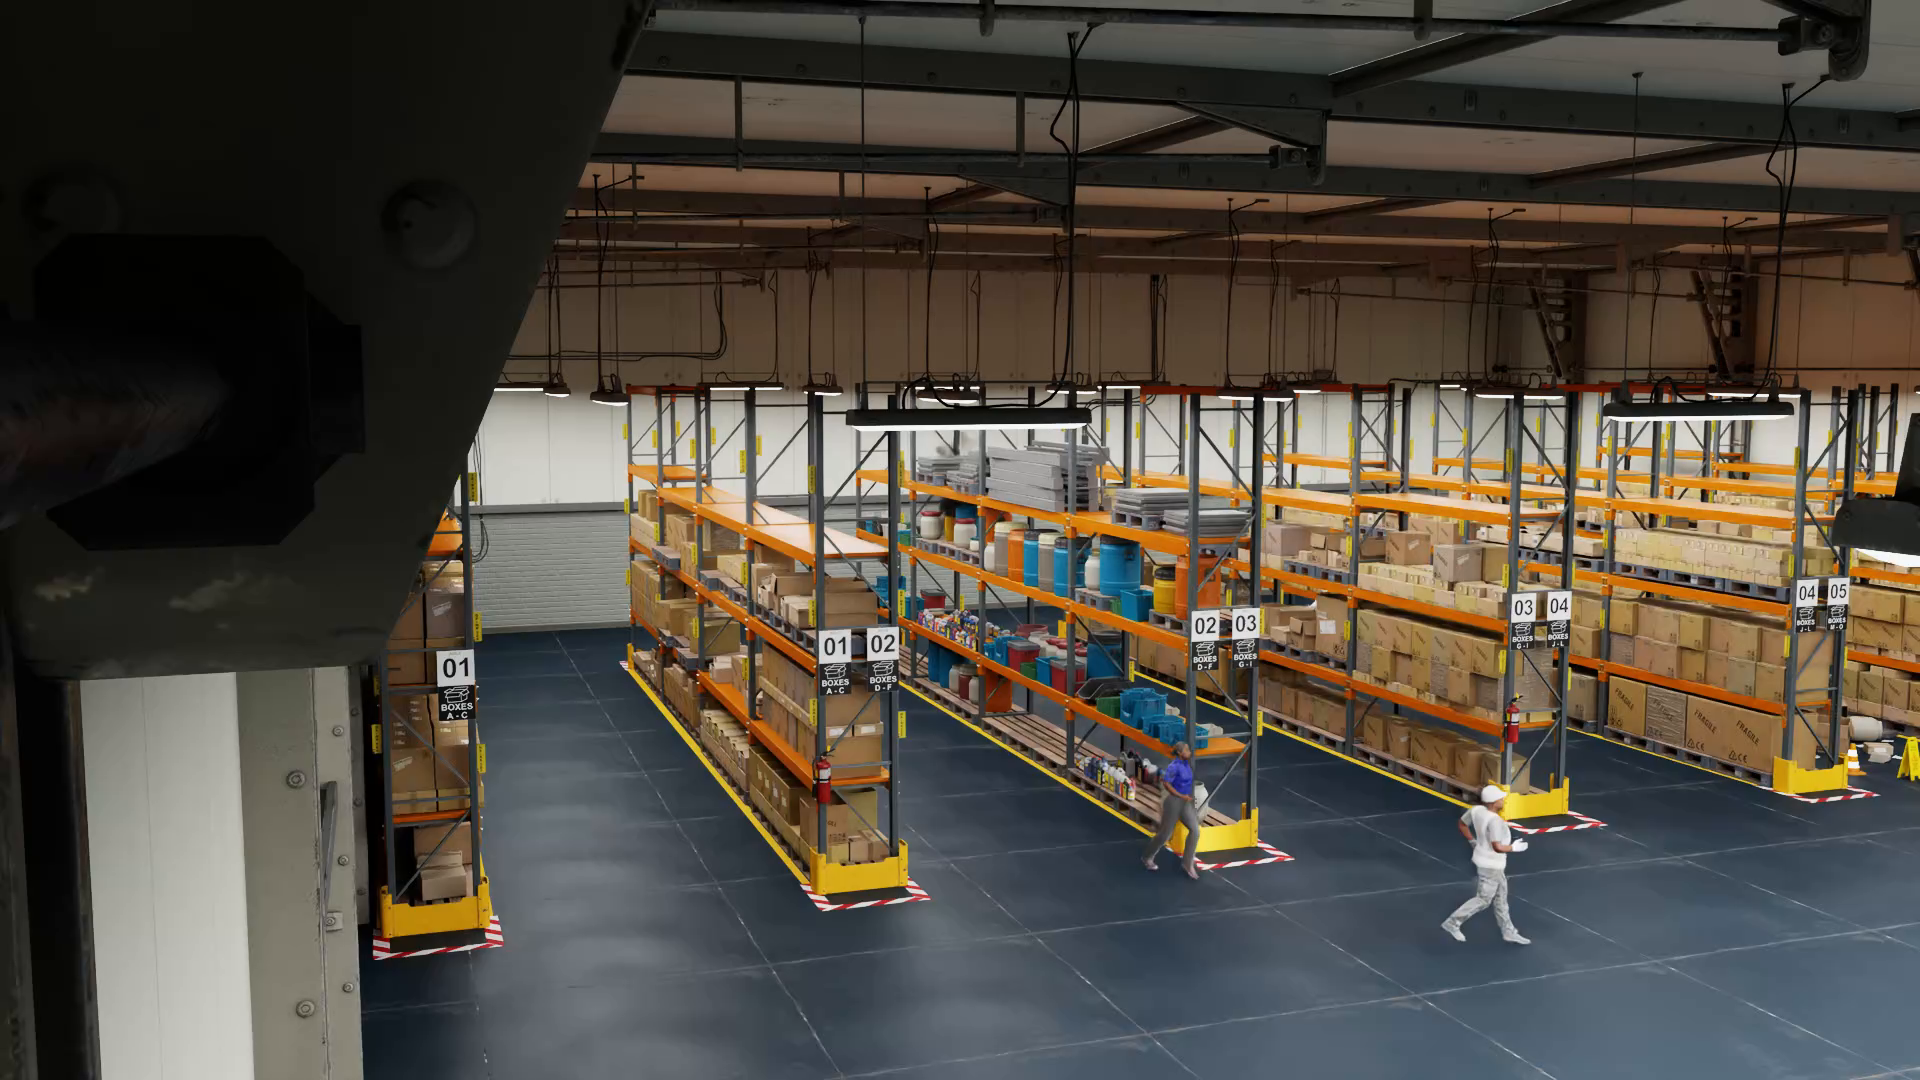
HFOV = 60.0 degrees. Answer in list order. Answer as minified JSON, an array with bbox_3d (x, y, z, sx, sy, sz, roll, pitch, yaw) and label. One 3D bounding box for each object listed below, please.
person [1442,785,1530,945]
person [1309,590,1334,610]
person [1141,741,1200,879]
[{"bbox_3d":[5.762,3.550,18.106,0.993,1.788,0.682,0,6,4],"label":"person"},{"bbox_3d":[7.645,1.850,34.609,0.704,1.763,0.963,-2,6,-16],"label":"person"},{"bbox_3d":[2.740,3.374,20.947,0.762,1.668,0.668,5,8,38],"label":"person"}]
